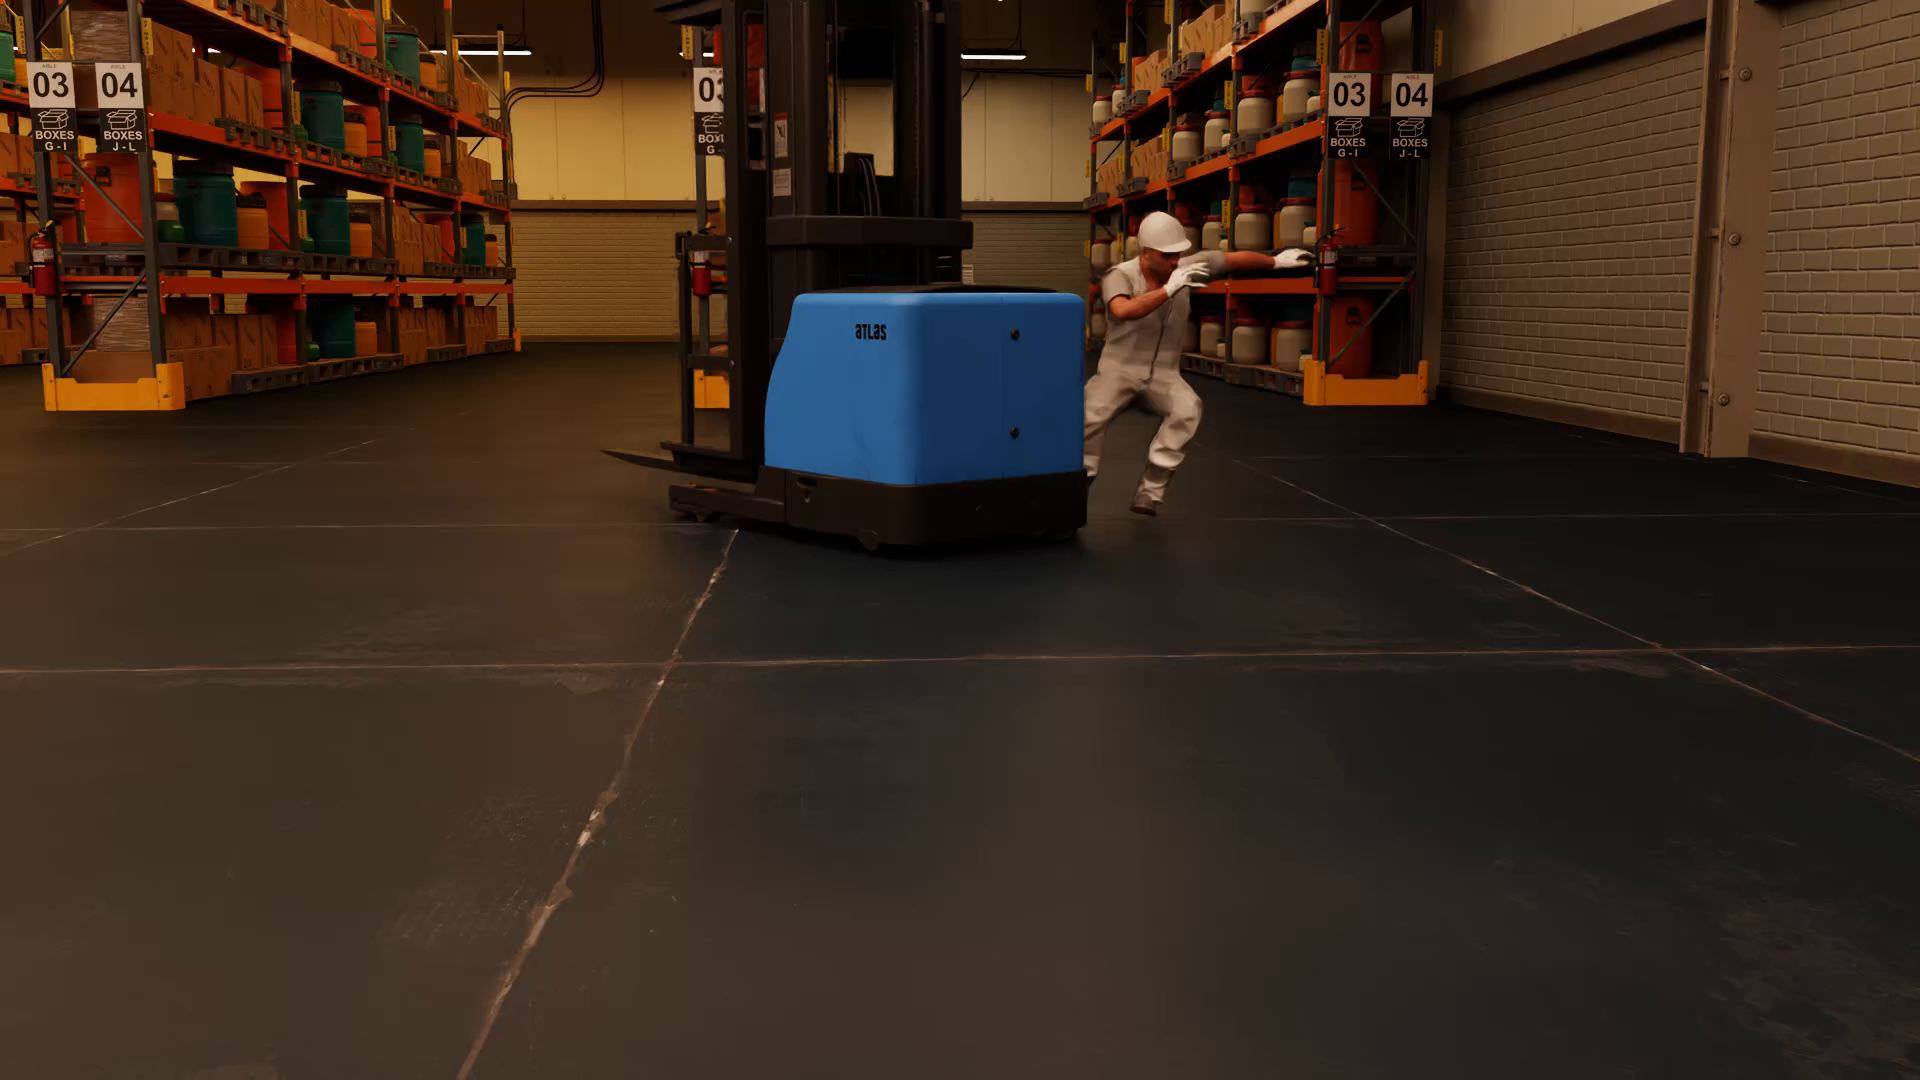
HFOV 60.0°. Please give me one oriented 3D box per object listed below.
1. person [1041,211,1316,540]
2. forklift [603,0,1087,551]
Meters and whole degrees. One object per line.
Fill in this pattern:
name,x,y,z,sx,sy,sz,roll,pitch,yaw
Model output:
person,1.020,-0.774,7.650,1.497,1.445,0.749,-3,9,-17
forklift,-0.751,-1.573,7.924,1.130,2.935,3.031,-7,11,-38
